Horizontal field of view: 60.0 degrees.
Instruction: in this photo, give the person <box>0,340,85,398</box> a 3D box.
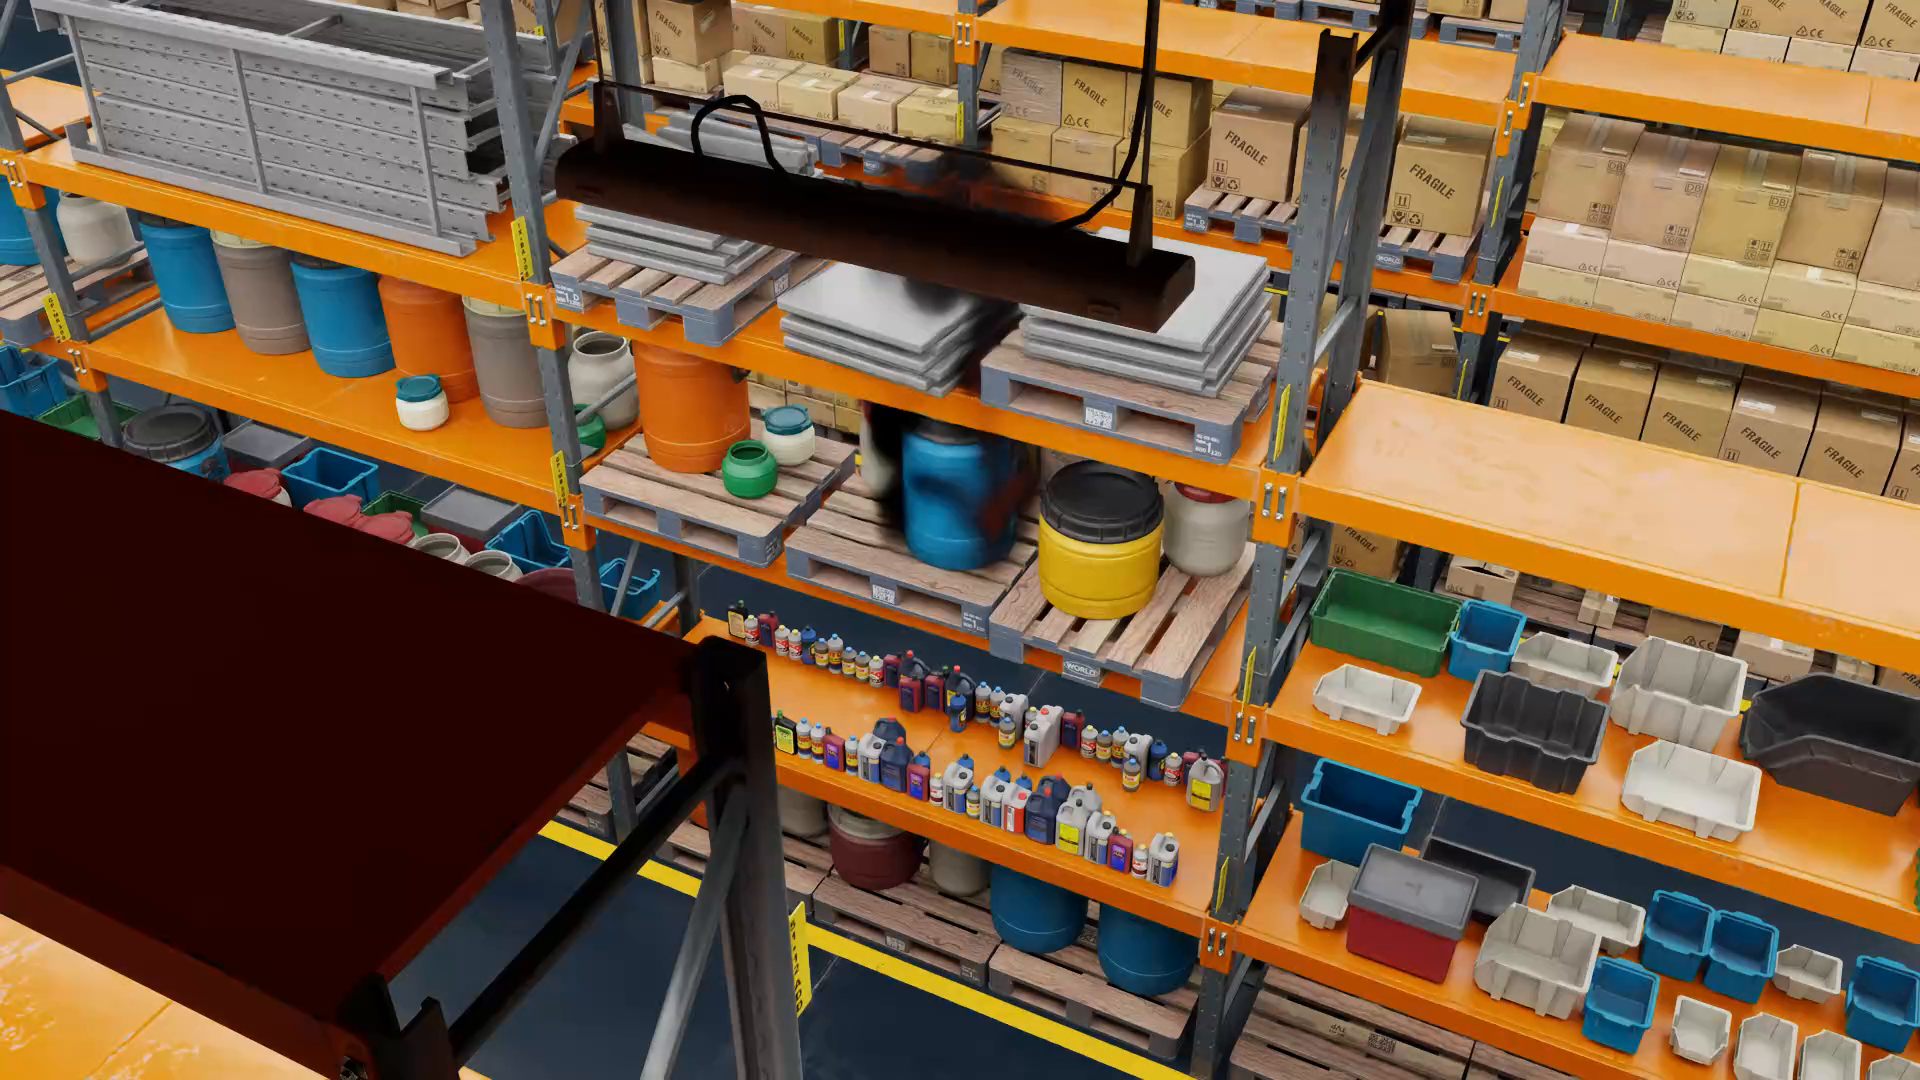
[{"bbox_3d":[-8.359,-1.721,14.826,0.943,1.756,0.720,-4,35,-5],"label":"person"}]
